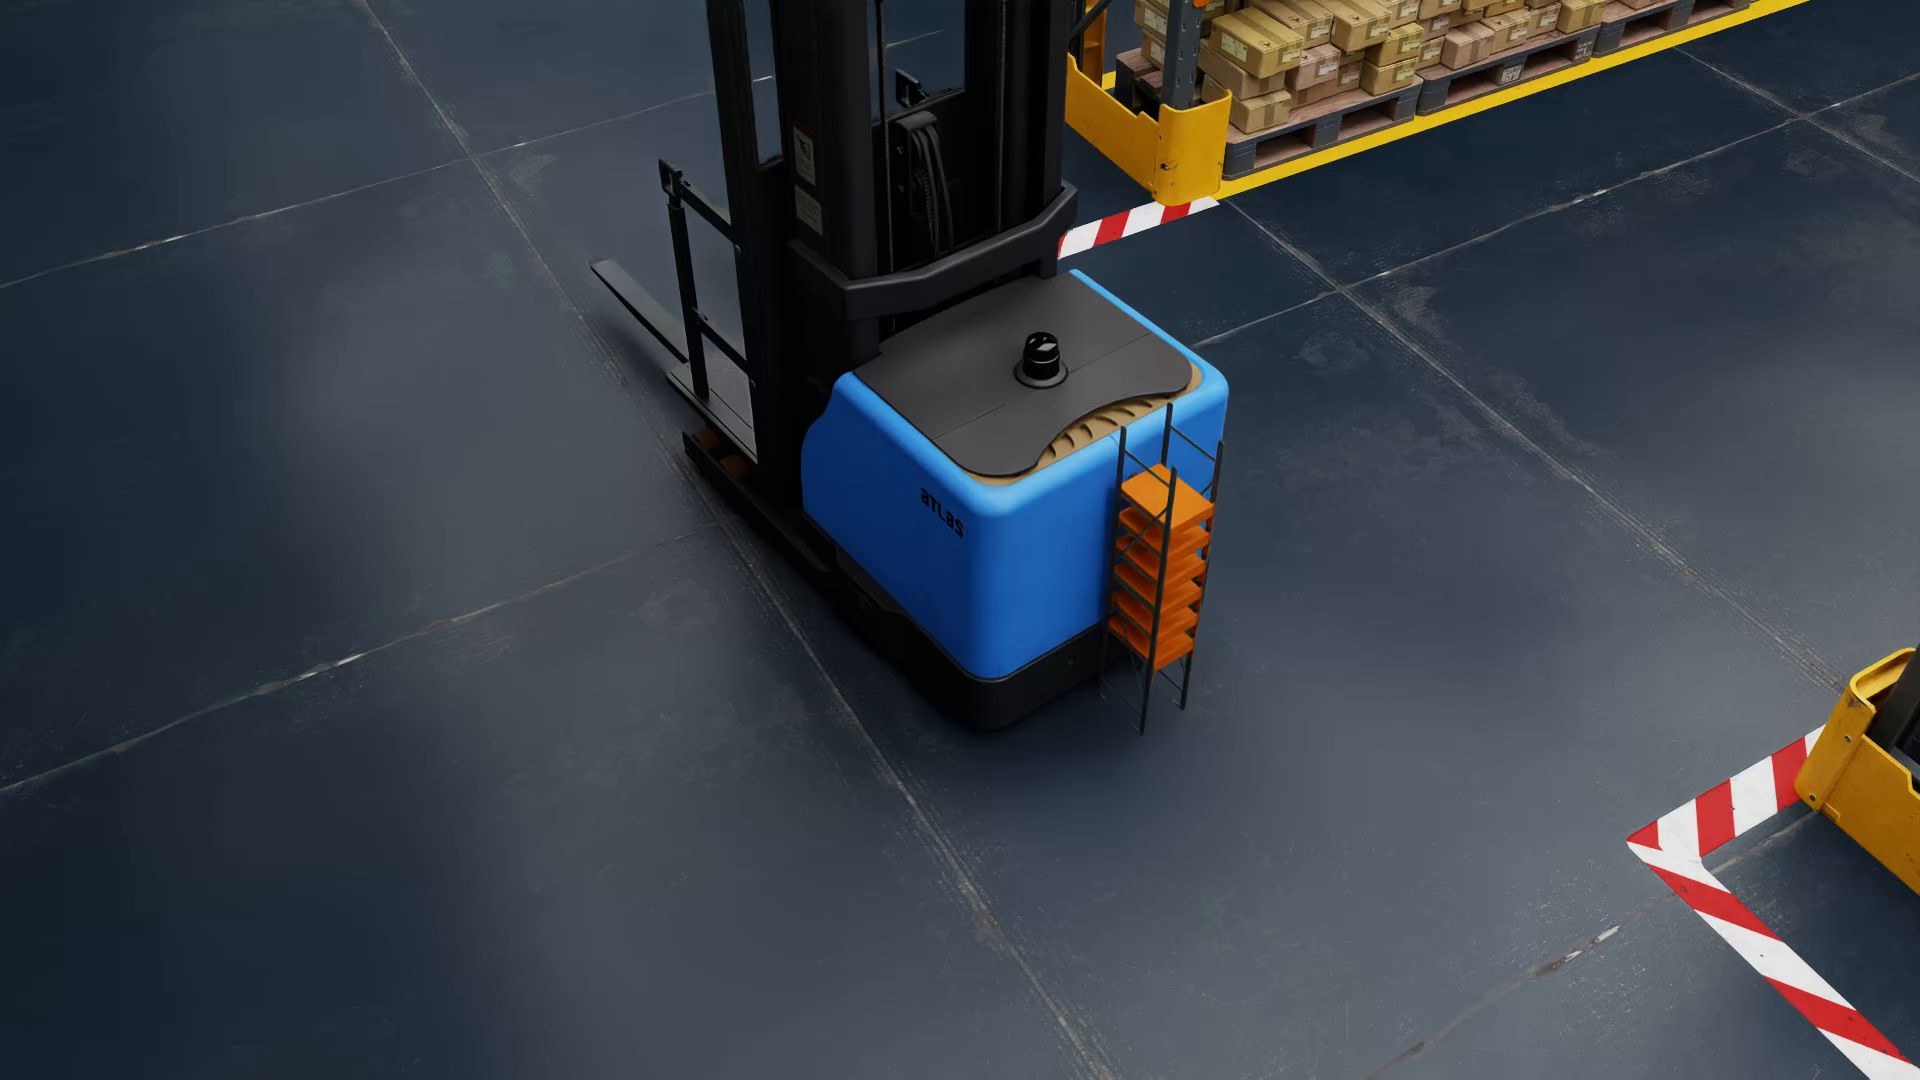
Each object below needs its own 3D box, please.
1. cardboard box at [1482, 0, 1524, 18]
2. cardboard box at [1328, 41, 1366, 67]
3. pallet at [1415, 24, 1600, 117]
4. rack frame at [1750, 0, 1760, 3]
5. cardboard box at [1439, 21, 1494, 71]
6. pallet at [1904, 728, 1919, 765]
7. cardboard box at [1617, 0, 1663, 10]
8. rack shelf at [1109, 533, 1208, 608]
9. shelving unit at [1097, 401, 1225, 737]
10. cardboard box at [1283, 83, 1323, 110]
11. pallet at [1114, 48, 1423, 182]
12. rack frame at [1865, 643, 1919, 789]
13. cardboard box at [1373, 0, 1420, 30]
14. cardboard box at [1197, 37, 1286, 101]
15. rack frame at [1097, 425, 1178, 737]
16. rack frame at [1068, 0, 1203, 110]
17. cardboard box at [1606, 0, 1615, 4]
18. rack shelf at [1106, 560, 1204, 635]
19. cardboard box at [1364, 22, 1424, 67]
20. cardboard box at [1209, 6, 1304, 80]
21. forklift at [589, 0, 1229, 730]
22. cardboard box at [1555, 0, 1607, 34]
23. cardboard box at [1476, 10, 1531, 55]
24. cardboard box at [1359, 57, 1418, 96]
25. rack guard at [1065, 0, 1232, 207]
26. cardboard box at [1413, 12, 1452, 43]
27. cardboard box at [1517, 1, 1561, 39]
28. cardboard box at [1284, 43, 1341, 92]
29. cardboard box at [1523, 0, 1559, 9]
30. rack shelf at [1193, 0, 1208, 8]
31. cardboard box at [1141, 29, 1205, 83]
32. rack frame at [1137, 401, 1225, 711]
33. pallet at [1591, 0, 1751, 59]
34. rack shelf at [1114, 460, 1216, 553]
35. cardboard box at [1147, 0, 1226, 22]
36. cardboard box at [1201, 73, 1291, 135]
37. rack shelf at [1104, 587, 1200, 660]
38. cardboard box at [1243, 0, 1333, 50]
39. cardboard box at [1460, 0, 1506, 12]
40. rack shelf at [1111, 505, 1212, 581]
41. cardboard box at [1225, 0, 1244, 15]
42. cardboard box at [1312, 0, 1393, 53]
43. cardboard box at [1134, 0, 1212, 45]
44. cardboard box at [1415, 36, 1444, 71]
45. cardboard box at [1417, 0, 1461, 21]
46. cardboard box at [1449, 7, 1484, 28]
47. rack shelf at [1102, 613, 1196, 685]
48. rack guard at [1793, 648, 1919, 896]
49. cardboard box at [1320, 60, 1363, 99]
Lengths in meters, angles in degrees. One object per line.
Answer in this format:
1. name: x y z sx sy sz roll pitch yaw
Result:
1. cardboard box: 2.698 -2.865 8.580 0.250 0.149 0.380 -20 47 -19
2. cardboard box: 1.785 -2.485 8.188 0.250 0.149 0.380 -21 48 -20
3. pallet: 2.614 -2.731 8.912 1.213 0.211 1.003 -22 48 -21
4. rack frame: 4.238 -4.412 8.642 0.127 3.000 1.000 -22 48 -21
5. cardboard box: 2.491 -2.573 8.493 0.250 0.149 0.380 -24 49 -23
6. pallet: 3.807 0.682 5.396 1.213 0.211 1.003 -22 48 -21
7. cardboard box: 3.603 -3.028 8.961 0.250 0.149 0.380 -23 49 -22
8. rack shelf: 0.618 0.069 5.208 0.180 0.103 0.258 -28 51 -26
9. shelving unit: 0.618 0.123 5.261 0.189 1.200 0.258 -28 51 -26
10. cardboard box: 1.569 -2.281 8.192 0.250 0.149 0.380 -22 48 -21
11. pallet: 1.557 -2.311 8.479 1.213 0.211 1.003 -22 48 -21
12. rack frame: 3.153 0.006 4.090 0.127 3.000 1.000 -22 48 -21
13. cardboard box: 2.028 -2.656 8.152 0.250 0.149 0.380 -24 49 -23
14. cardboard box: 1.352 -2.285 7.983 0.250 0.149 0.380 -20 48 -19
15. rack frame: 0.545 0.161 5.221 0.006 1.200 0.240 -28 51 -26
16. rack frame: 0.769 -3.024 7.212 0.127 3.000 1.000 -22 48 -21
17. cardboard box: 3.315 -3.010 8.943 0.250 0.149 0.380 -23 49 -22
18. rack shelf: 0.618 0.155 5.292 0.180 0.103 0.258 -28 51 -26
19. cardboard box: 2.062 -2.508 8.213 0.250 0.149 0.380 -20 48 -20
20. cardboard box: 1.393 -2.342 7.828 0.250 0.149 0.380 -24 49 -23
21. forklift: -0.422 -1.403 5.591 1.130 2.935 3.031 -28 51 -26
22. cardboard box: 3.170 -2.839 8.767 0.250 0.149 0.380 -22 48 -21
23. cardboard box: 2.718 -2.685 8.609 0.250 0.149 0.380 -22 48 -21
24. cardboard box: 2.058 -2.394 8.308 0.250 0.149 0.380 -21 48 -20
25. rack guard: 0.835 -2.154 8.110 0.348 0.500 1.175 -22 48 -21
26. cardboard box: 2.245 -2.658 8.367 0.250 0.149 0.380 -24 49 -23
27. cardboard box: 2.910 -2.789 8.715 0.250 0.149 0.380 -21 48 -20
28. cardboard box: 1.617 -2.346 8.046 0.250 0.149 0.380 -22 48 -21
29. cardboard box: 2.951 -2.931 8.649 0.250 0.149 0.380 -24 49 -23
30. rack shelf: 2.504 -3.460 8.178 4.000 0.370 1.077 -22 48 -21
31. cardboard box: 1.122 -2.461 8.377 0.250 0.149 0.380 -21 48 -20
32. rack frame: 0.691 0.084 5.301 0.006 1.200 0.240 -28 51 -26
33. pallet: 3.673 -3.157 9.352 1.213 0.211 1.003 -22 48 -21
34. rack shelf: 0.619 -0.103 5.041 0.180 0.103 0.258 -28 51 -26
35. cardboard box: 1.102 -2.702 8.199 0.250 0.149 0.380 -21 48 -20
36. cardboard box: 1.383 -2.140 8.047 0.250 0.149 0.380 -21 48 -20
37. rack shelf: 0.618 0.241 5.376 0.180 0.103 0.258 -28 51 -26
38. cardboard box: 1.572 -2.510 8.001 0.250 0.149 0.380 -21 48 -20
39. cardboard box: 2.524 -2.811 8.311 0.250 0.149 0.380 -21 48 -20
40. rack shelf: 0.618 -0.017 5.125 0.180 0.103 0.258 -28 51 -26
41. cardboard box: 1.349 -2.755 8.253 0.250 0.149 0.380 -21 48 -20
42. cardboard box: 1.854 -2.520 8.012 0.250 0.149 0.380 -22 48 -21
43. cardboard box: 1.085 -2.614 8.322 0.250 0.149 0.380 -23 49 -22
44. cardboard box: 2.231 -2.540 8.458 0.250 0.149 0.380 -22 48 -21
45. cardboard box: 2.273 -2.747 8.245 0.250 0.149 0.380 -20 48 -19
46. cardboard box: 2.459 -2.777 8.489 0.250 0.149 0.380 -19 47 -19
47. rack shelf: 0.617 0.327 5.460 0.180 0.103 0.258 -28 51 -26
48. rack guard: 3.132 0.911 4.952 0.348 0.500 1.175 -22 48 -21
49. cardboard box: 1.781 -2.371 8.285 0.250 0.149 0.380 -21 48 -21
